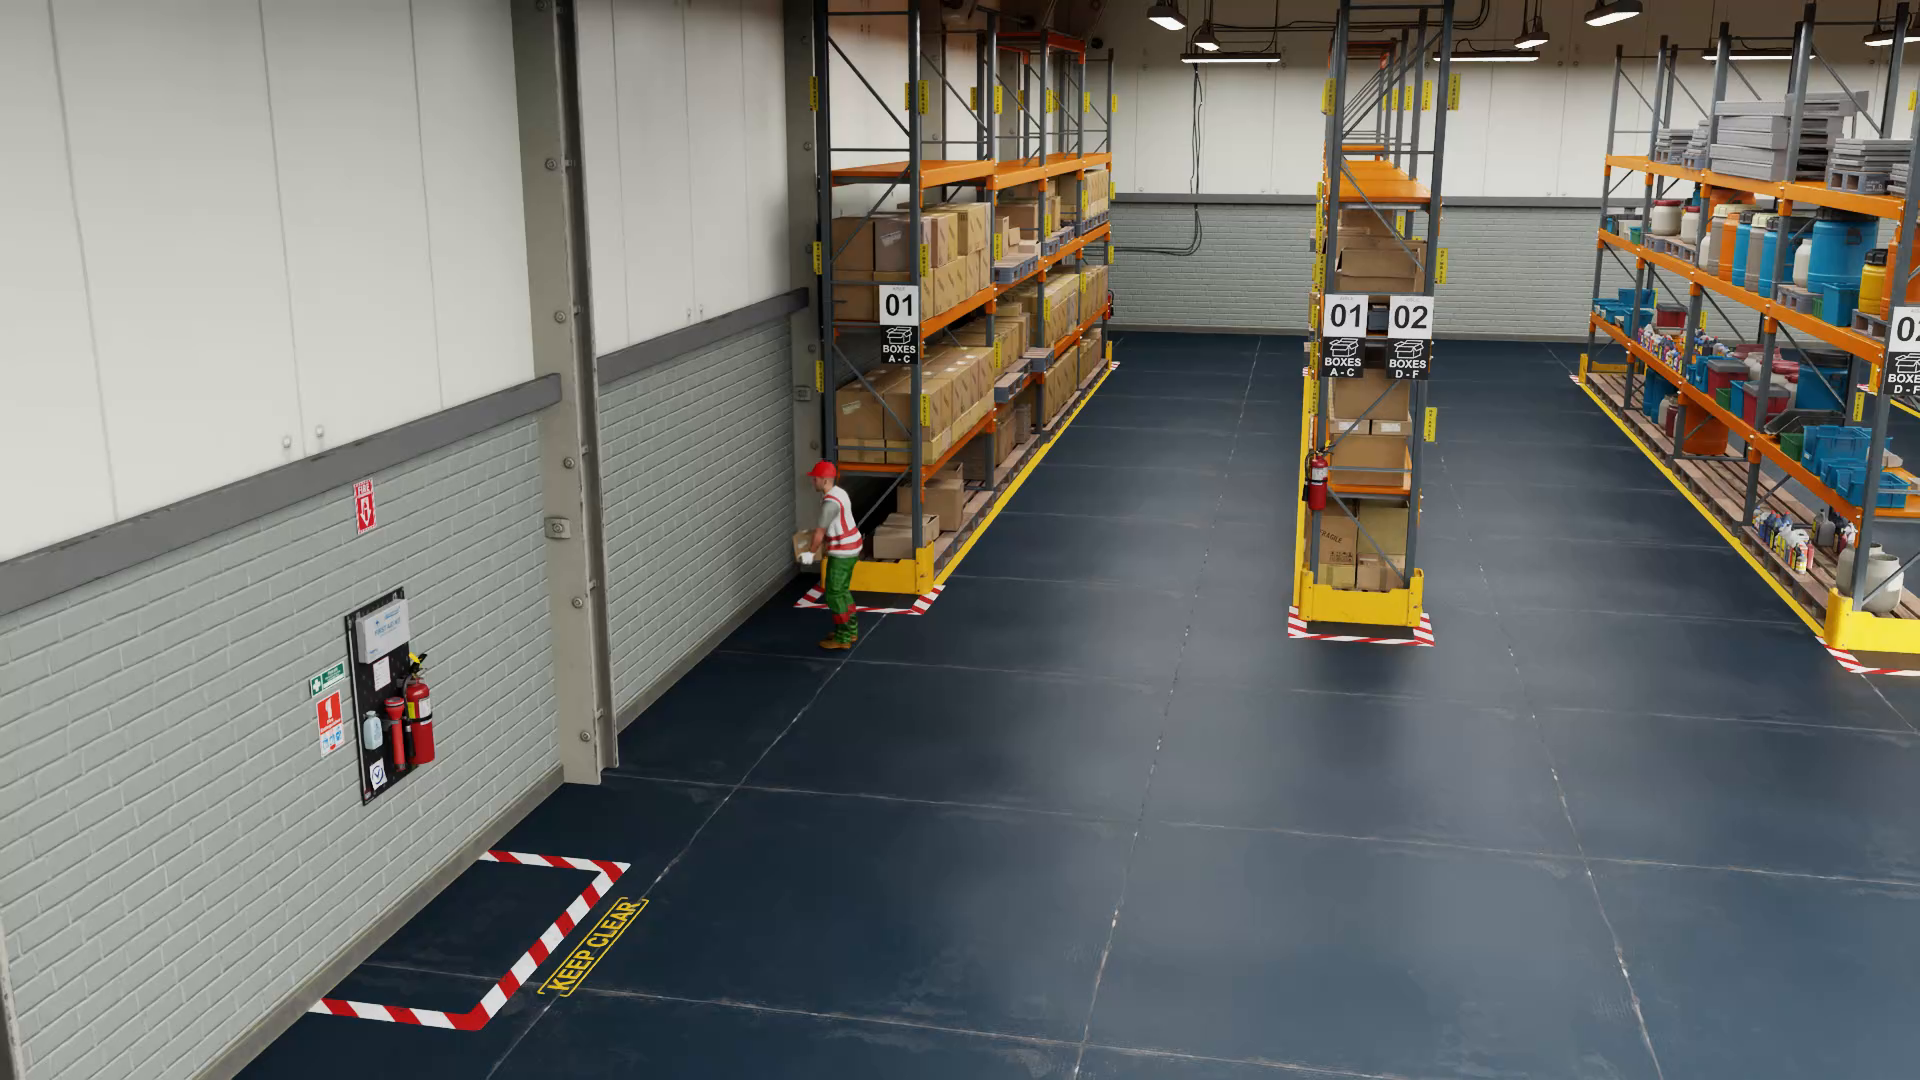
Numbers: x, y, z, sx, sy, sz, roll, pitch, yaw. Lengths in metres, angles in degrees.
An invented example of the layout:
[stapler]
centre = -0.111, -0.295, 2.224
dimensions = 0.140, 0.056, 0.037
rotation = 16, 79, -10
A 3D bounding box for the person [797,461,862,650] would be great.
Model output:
[person]
centre = -1.210, 0.130, 15.512
dimensions = 0.583, 1.760, 0.491
rotation = 3, 15, 10
